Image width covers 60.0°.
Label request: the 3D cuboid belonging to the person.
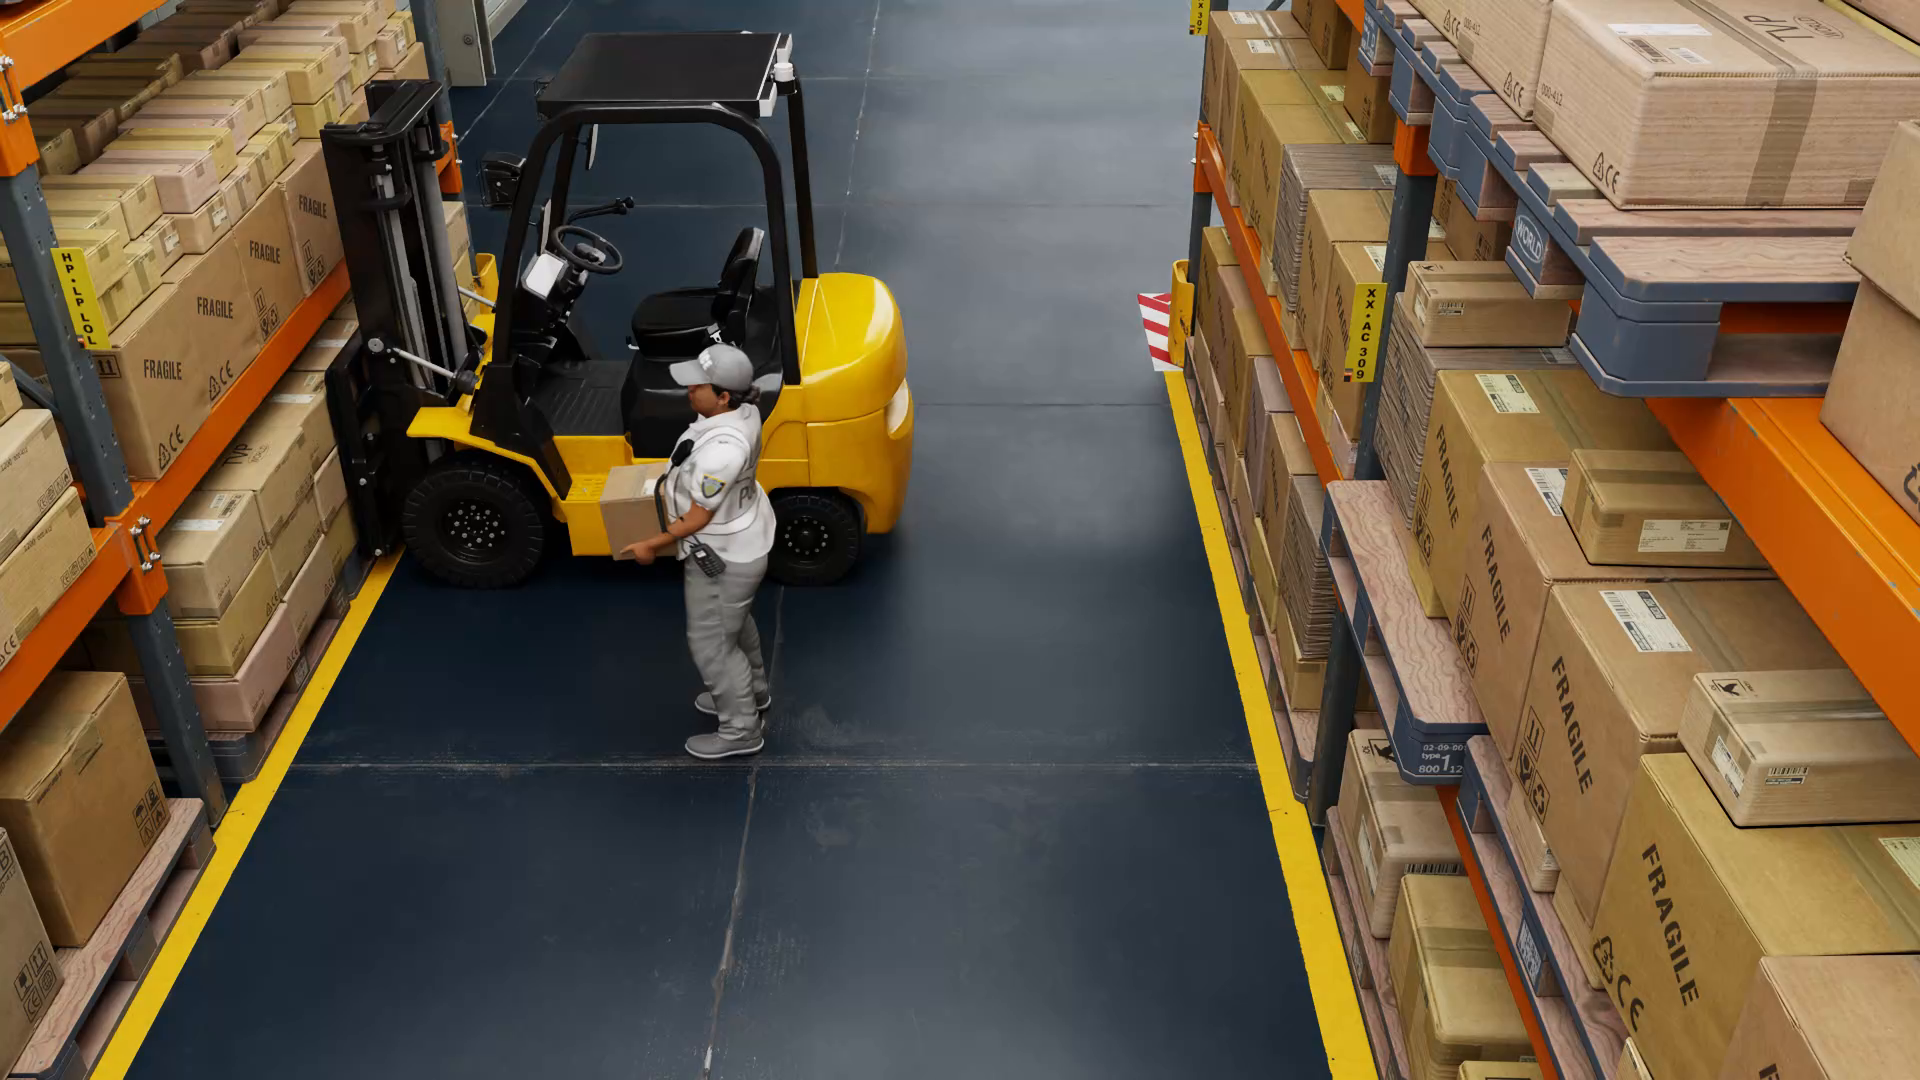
[{"bbox_3d":[-0.951,0.048,6.082,0.523,1.634,0.453,0,32,0],"label":"person"}]
